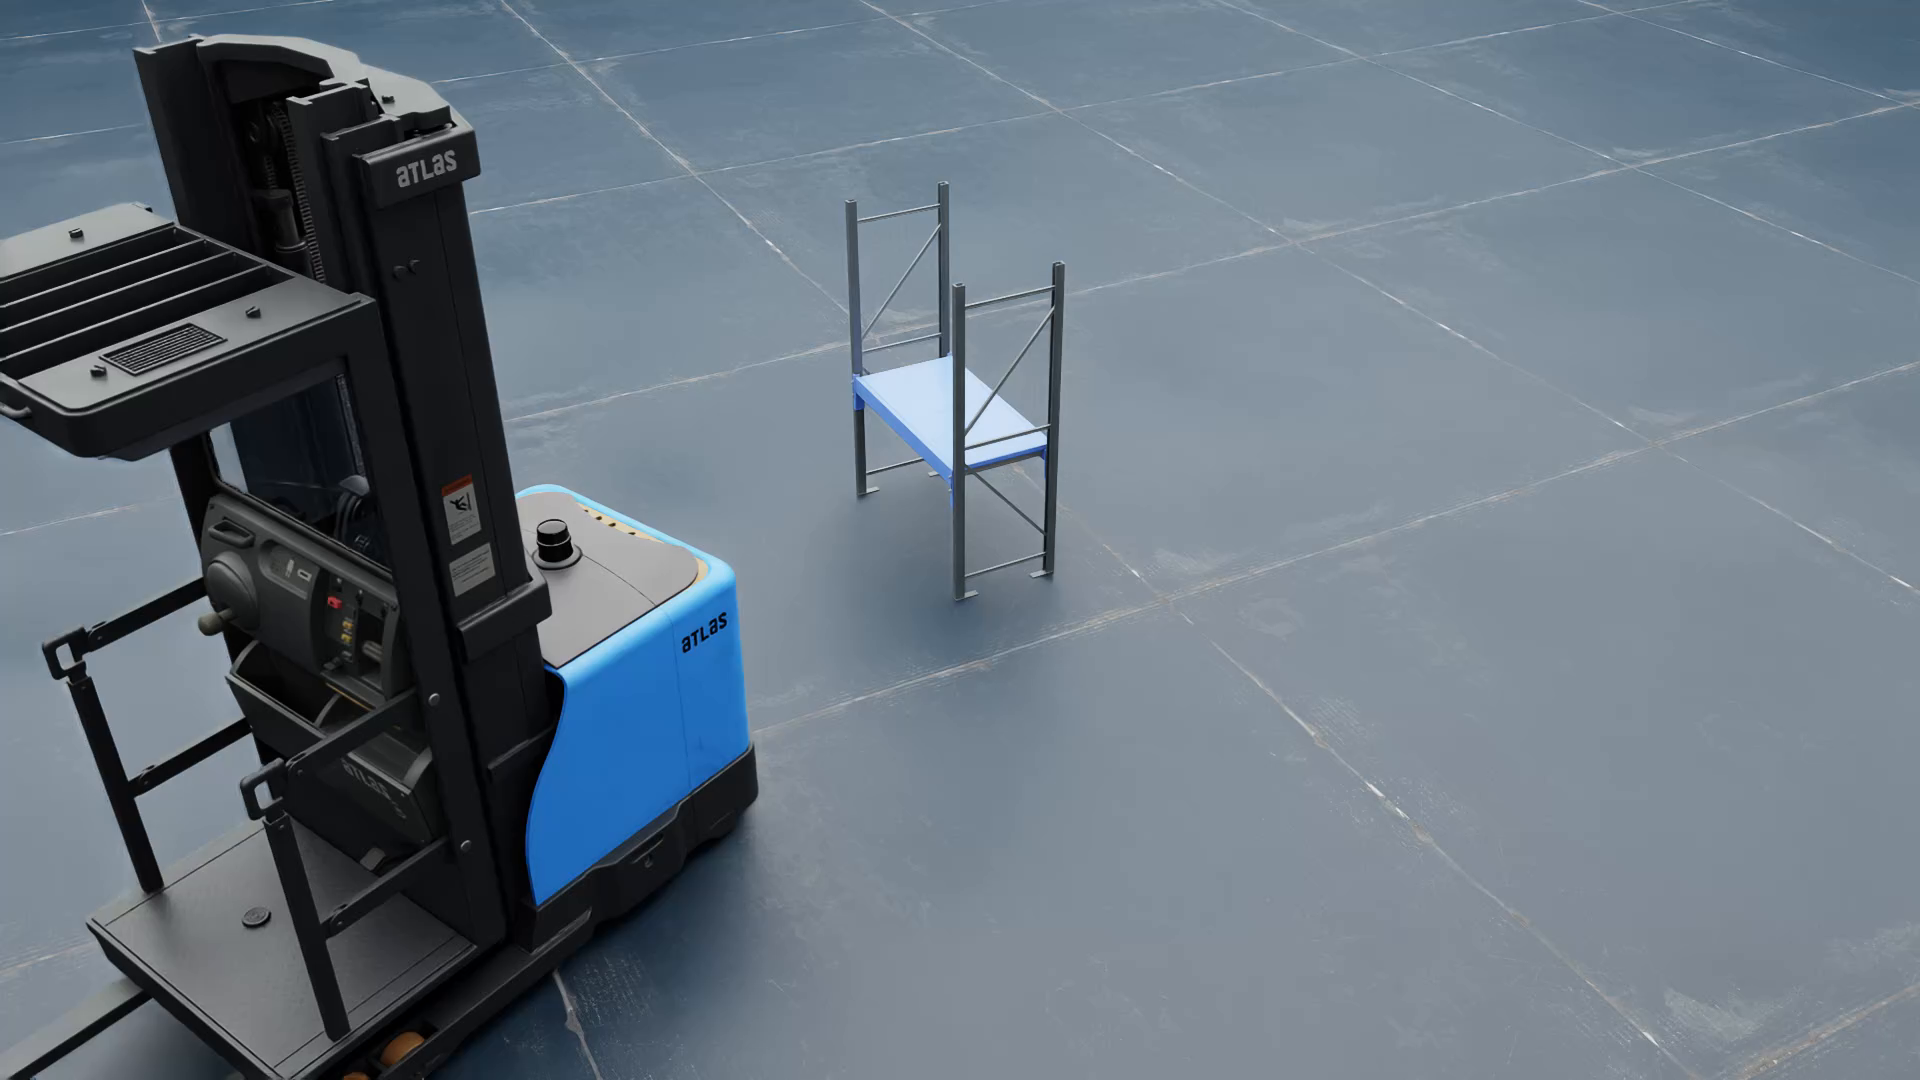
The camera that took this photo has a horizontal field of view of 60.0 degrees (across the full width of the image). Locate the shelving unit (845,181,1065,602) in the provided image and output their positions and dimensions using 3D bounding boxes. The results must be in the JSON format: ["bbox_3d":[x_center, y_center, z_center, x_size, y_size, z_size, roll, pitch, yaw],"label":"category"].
[{"bbox_3d":[-0.040,-0.672,7.409,0.538,1.500,1.048,-16,36,-23],"label":"shelving unit"}]

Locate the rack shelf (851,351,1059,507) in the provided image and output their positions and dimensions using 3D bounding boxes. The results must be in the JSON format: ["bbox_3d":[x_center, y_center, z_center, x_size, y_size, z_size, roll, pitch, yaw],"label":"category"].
[{"bbox_3d":[-0.040,-0.521,7.506,0.538,0.185,1.000,-16,36,-23],"label":"rack shelf"}]

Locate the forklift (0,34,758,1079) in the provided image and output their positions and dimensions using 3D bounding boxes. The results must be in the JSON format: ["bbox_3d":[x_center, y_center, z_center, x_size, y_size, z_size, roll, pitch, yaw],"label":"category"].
[{"bbox_3d":[-2.039,0.232,4.671,1.130,2.935,3.031,22,39,31],"label":"forklift"}]

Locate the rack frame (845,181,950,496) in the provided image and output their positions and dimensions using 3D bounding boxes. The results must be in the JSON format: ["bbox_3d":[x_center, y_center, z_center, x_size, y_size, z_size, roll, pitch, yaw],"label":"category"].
[{"bbox_3d":[-0.277,-0.915,7.788,0.500,1.500,0.032,-16,36,-23],"label":"rack frame"}]

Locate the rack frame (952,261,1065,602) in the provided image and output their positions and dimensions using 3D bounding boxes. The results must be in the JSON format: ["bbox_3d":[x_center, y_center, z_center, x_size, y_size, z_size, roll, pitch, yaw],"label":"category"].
[{"bbox_3d":[0.197,-0.430,7.030,0.500,1.500,0.032,-16,36,-23],"label":"rack frame"}]
